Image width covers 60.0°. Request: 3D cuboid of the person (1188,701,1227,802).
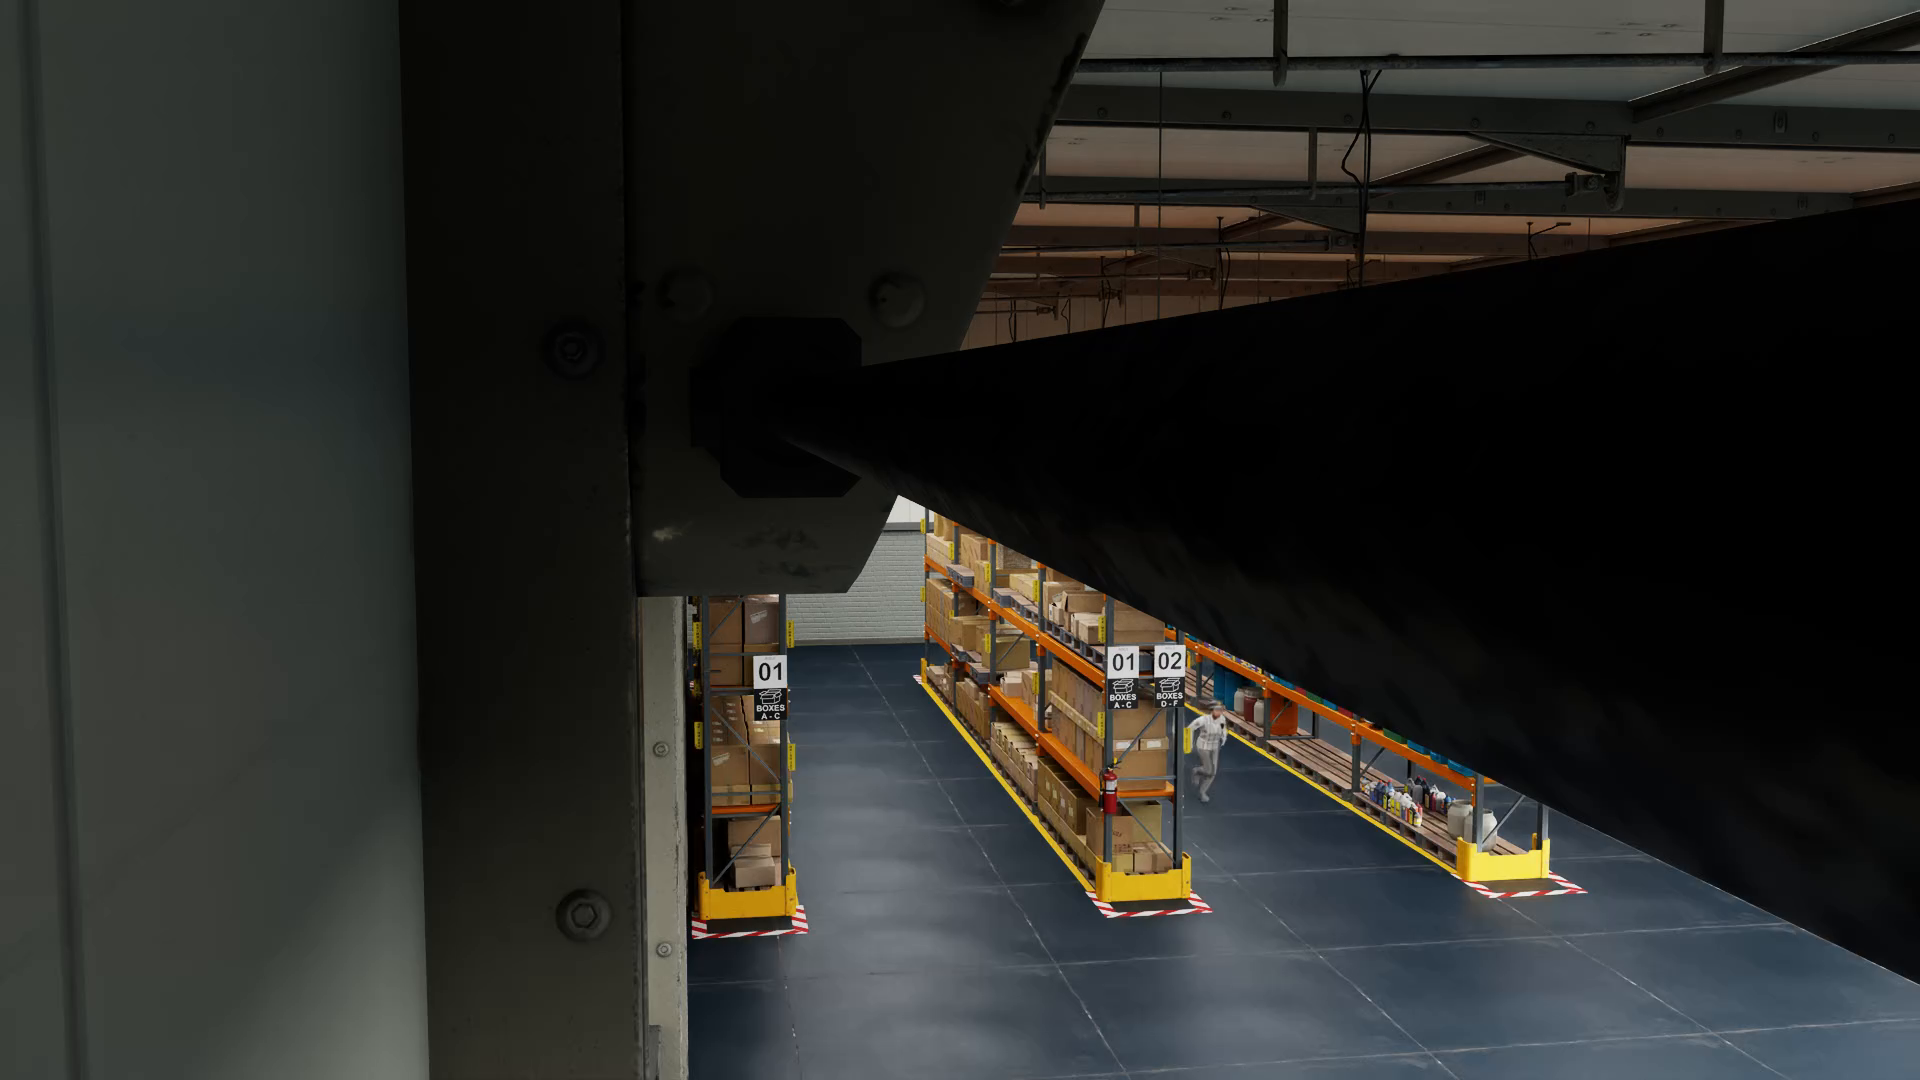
[{"bbox_3d":[3.865,3.267,25.900,0.607,1.618,0.685,-3,6,-27],"label":"person"}]
